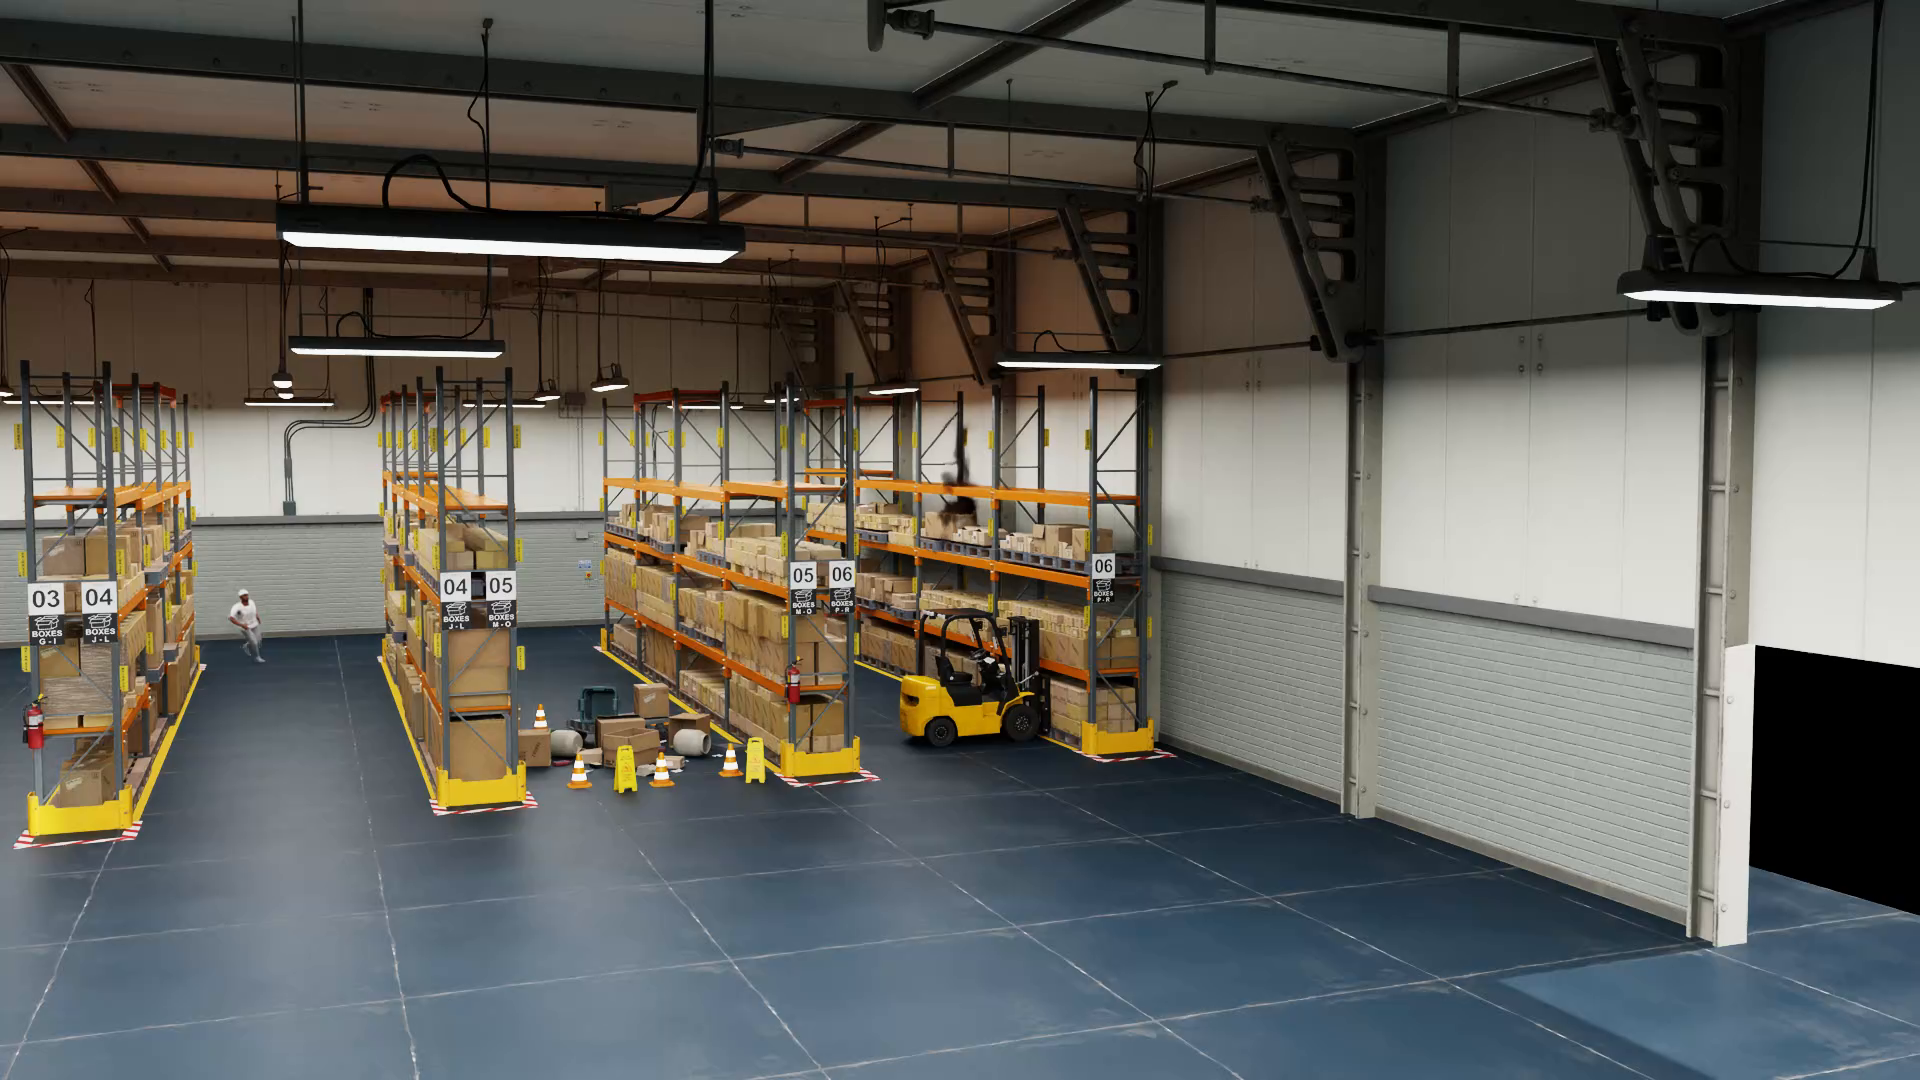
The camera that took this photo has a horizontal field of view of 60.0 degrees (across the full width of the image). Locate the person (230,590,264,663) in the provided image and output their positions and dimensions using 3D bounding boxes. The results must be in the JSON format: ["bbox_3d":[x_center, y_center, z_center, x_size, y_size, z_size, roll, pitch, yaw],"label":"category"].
[{"bbox_3d":[-16.027,1.931,37.220,0.631,1.675,0.734,2,4,25],"label":"person"}]
